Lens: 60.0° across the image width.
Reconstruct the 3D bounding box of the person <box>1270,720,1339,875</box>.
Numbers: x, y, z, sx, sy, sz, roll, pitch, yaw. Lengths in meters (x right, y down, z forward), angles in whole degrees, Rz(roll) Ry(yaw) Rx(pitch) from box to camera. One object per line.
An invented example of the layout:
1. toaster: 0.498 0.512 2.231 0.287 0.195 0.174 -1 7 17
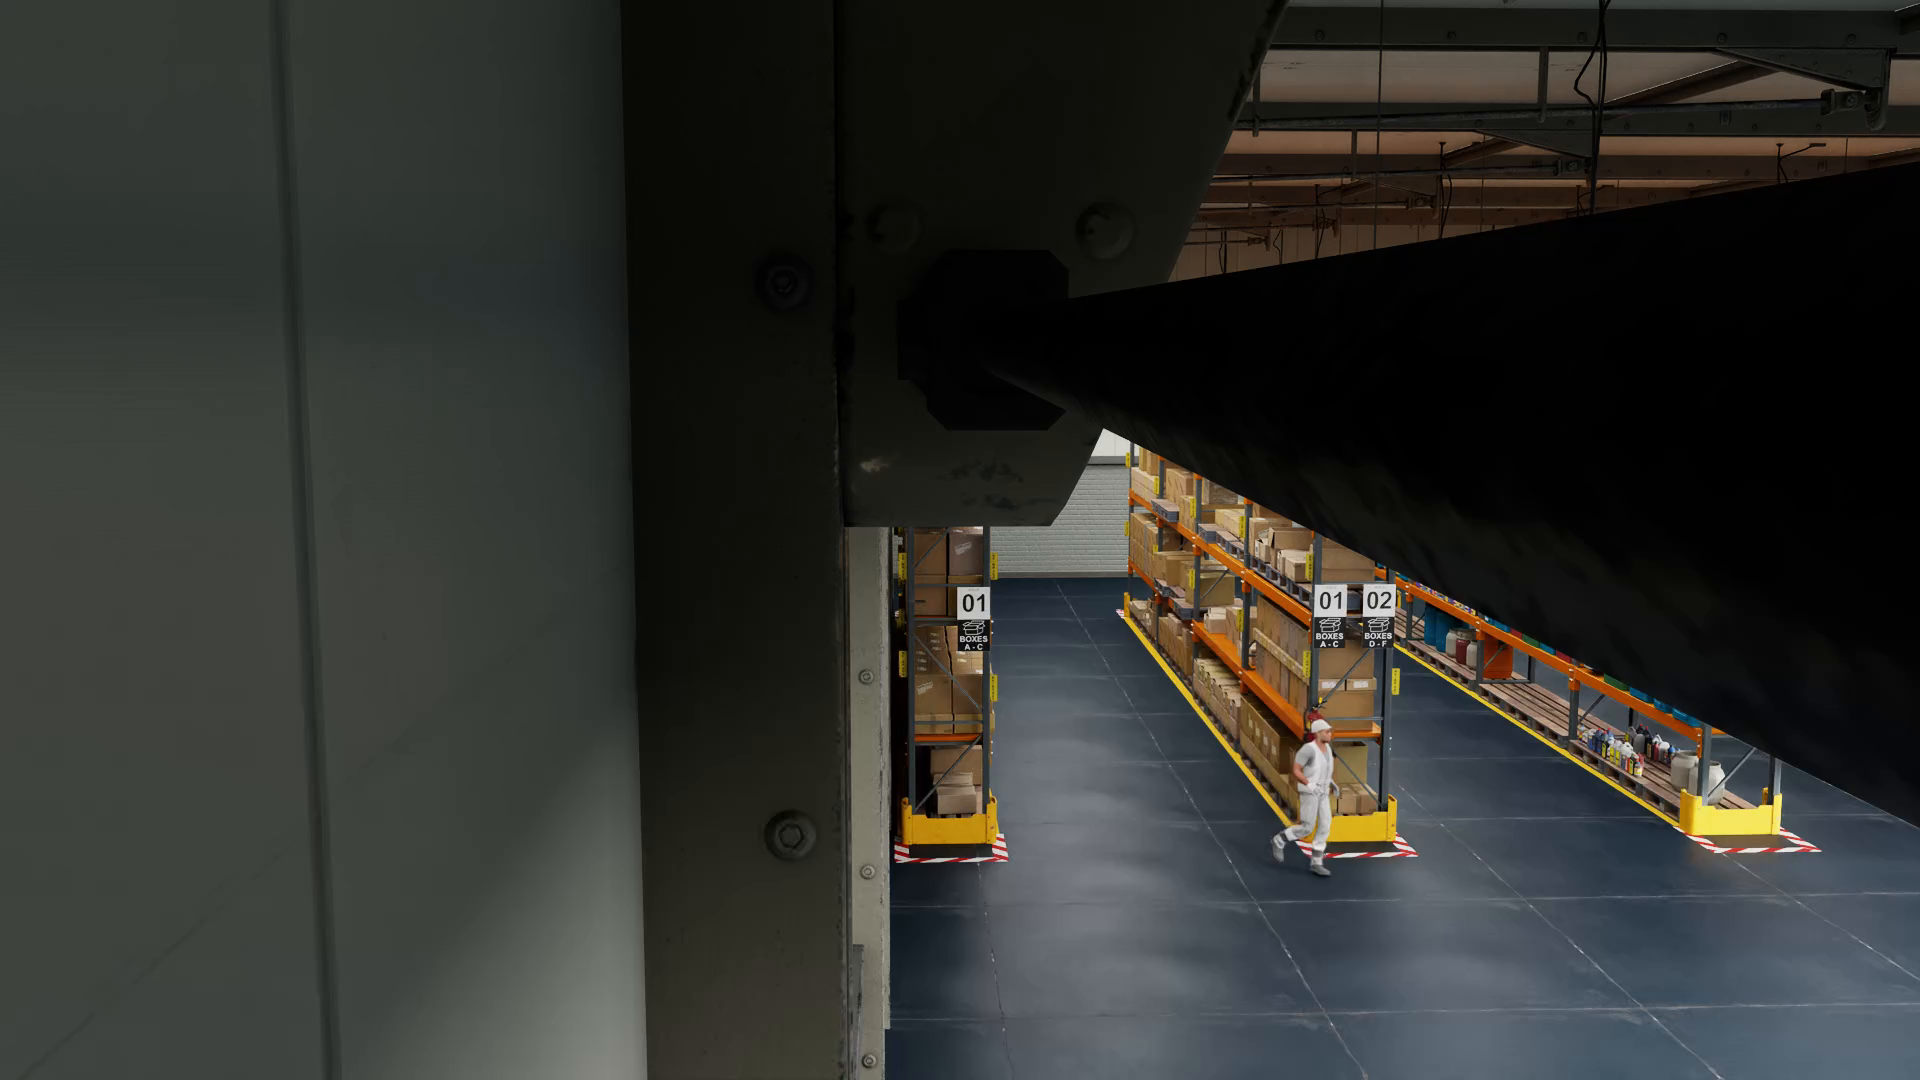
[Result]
1. person: 4.152 2.969 19.514 0.722 1.751 0.807 -7 10 -43
